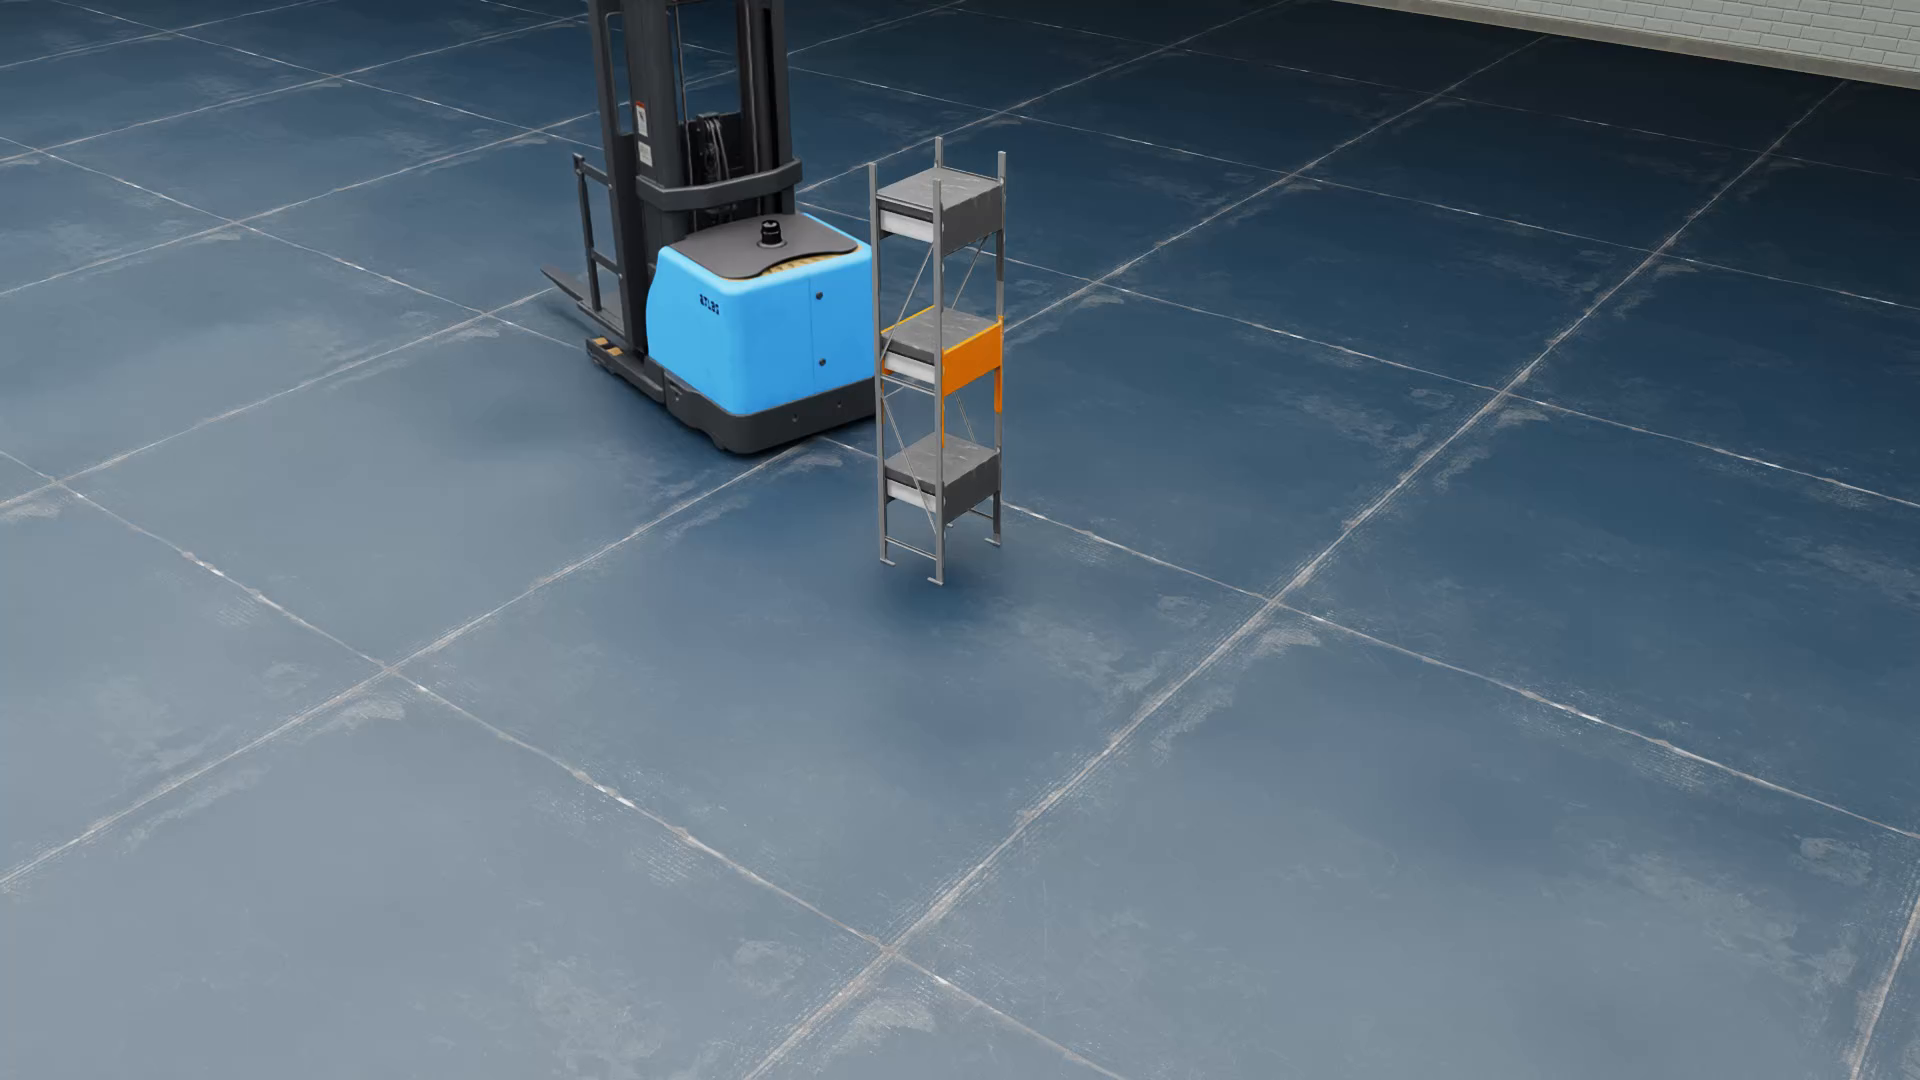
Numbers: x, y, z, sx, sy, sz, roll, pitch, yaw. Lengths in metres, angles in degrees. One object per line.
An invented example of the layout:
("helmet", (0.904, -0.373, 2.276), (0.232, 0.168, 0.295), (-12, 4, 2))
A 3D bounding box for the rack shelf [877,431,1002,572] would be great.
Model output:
("rack shelf", (-0.100, -0.222, 8.465), (0.431, 0.518, 0.480), (21, 37, 31))

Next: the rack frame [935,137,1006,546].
("rack frame", (0.047, -0.935, 8.269), (0.400, 2.100, 0.015), (21, 37, 31))

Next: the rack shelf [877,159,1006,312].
("rack shelf", (-0.100, -1.426, 7.751), (0.431, 0.518, 0.480), (21, 37, 31))

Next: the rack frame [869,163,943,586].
("rack frame", (-0.247, -0.737, 7.934), (0.400, 2.100, 0.015), (21, 37, 31))

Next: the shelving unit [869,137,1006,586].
("shelving unit", (-0.100, -0.836, 8.101), (0.431, 2.100, 0.503), (21, 37, 31))

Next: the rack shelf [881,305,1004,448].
("rack shelf", (-0.100, -0.824, 8.108), (0.431, 0.518, 0.480), (21, 37, 31))

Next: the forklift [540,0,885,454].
("forklift", (-1.734, -2.444, 9.999), (1.130, 2.935, 3.031), (-21, 36, -31))
